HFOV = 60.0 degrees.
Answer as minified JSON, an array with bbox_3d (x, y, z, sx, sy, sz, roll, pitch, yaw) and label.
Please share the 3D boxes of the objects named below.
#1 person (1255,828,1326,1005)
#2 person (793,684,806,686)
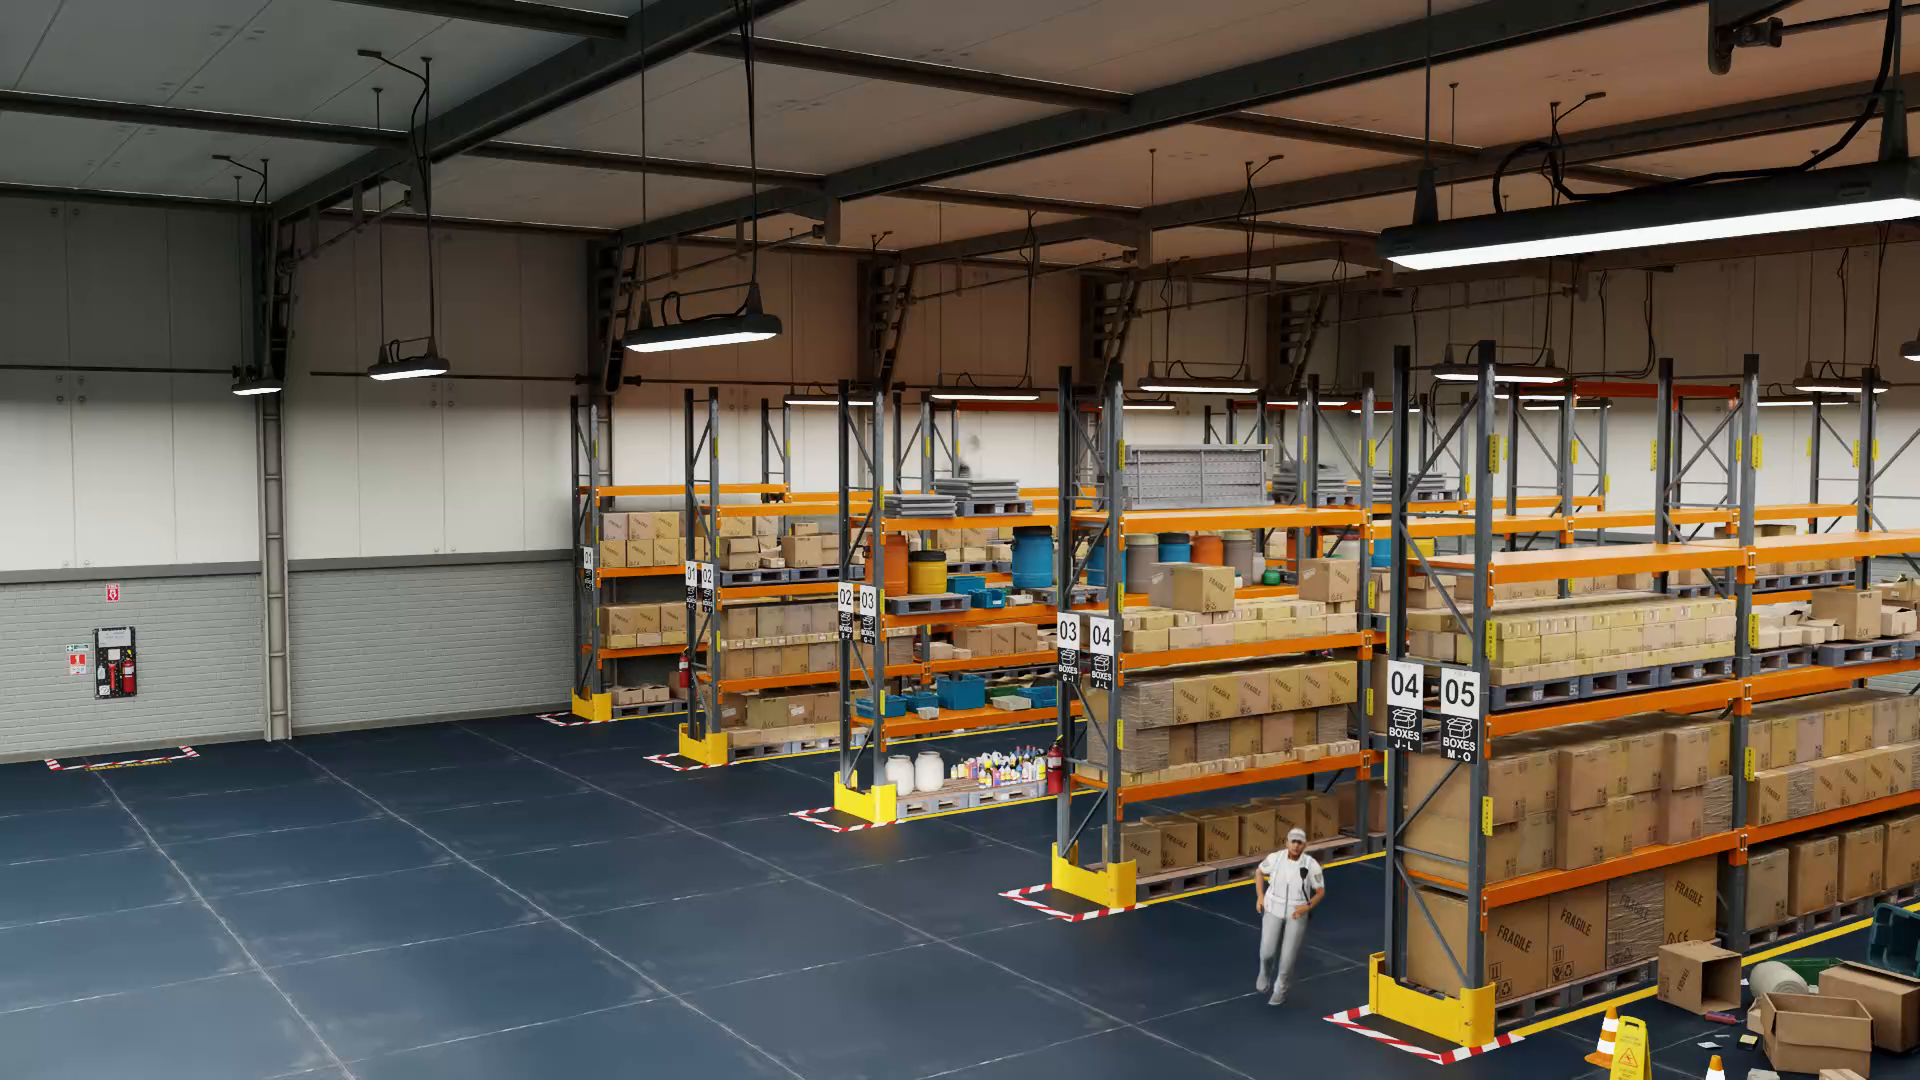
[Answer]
[{"bbox_3d":[3.017,3.449,15.237,0.650,1.628,0.491,1,4,15],"label":"person"},{"bbox_3d":[-2.882,2.491,30.218,0.647,1.717,0.943,3,5,41],"label":"person"}]
